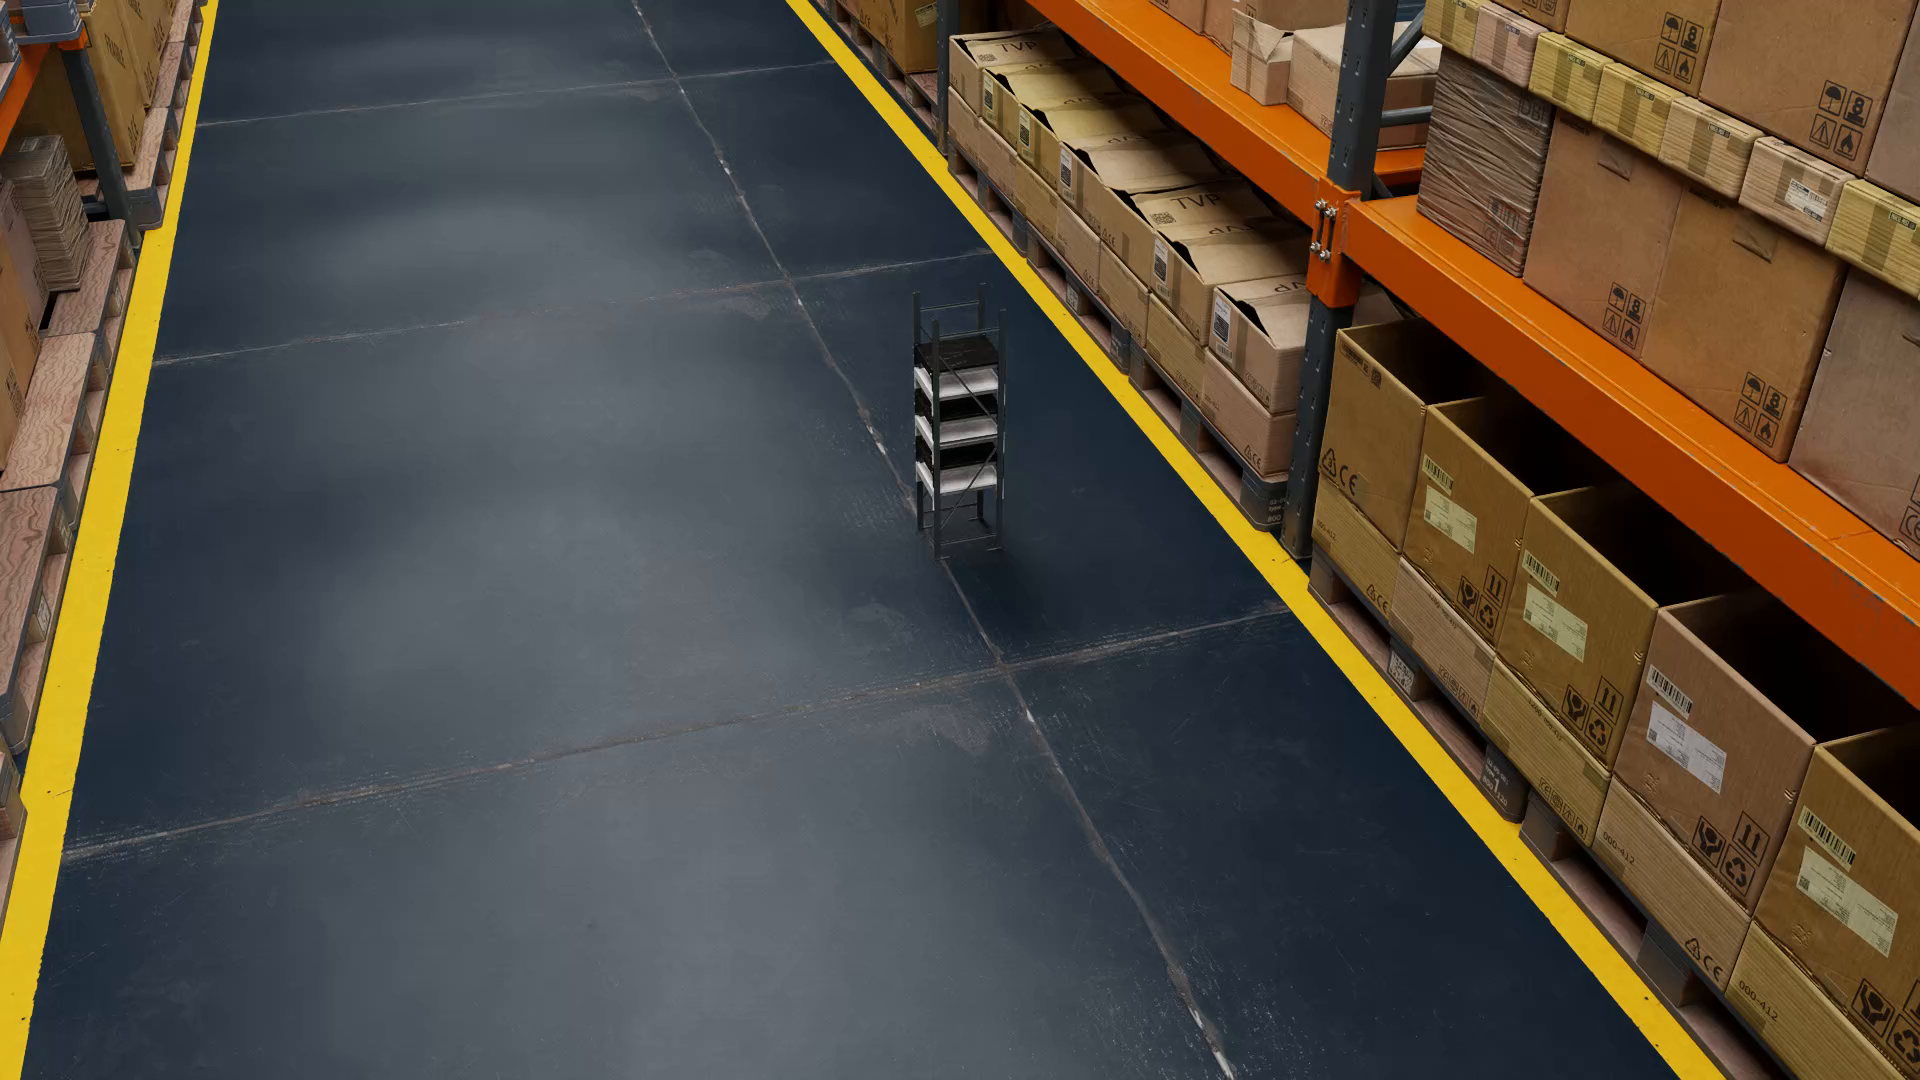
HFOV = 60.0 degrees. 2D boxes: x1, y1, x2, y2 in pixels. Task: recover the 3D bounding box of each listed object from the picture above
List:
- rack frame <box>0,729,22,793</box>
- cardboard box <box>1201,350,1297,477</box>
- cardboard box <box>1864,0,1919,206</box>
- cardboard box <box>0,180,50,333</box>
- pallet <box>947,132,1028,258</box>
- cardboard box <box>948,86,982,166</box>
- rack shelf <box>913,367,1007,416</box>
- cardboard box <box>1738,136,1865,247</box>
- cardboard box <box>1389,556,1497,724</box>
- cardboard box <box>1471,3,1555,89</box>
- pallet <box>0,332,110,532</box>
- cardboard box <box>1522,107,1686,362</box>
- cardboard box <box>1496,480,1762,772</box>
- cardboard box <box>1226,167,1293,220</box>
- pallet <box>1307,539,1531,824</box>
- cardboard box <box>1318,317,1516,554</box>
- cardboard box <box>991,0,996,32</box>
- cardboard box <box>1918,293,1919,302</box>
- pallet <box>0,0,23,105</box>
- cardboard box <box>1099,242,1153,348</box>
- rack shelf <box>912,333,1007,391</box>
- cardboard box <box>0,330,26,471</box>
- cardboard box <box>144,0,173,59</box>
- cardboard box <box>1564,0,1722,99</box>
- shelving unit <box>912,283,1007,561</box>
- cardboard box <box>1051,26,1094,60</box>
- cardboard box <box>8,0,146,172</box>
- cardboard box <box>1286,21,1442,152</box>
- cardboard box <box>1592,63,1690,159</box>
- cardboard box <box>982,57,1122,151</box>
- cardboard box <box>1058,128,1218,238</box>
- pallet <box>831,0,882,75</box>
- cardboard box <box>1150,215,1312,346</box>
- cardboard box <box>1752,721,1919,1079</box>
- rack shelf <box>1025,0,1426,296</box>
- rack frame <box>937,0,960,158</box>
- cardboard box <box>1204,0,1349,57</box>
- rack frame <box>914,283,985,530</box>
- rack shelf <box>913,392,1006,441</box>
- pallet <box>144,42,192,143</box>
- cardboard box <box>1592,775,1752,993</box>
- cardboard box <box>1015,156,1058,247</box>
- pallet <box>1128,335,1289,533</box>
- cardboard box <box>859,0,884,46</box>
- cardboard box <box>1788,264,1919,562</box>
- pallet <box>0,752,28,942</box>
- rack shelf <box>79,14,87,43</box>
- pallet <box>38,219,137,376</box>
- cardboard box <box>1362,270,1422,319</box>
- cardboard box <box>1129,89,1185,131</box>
[{"bbox_3d":[-3.122,-0.456,3.720,1.000,3.000,0.127,-10,35,-15],"label":"rack frame"},{"bbox_3d":[1.192,-0.488,5.881,0.500,0.250,0.500,-10,35,-15],"label":"cardboard box"},{"bbox_3d":[2.195,-0.852,3.051,0.700,0.500,0.500,-10,35,-15],"label":"cardboard box"},{"bbox_3d":[-4.027,-1.038,6.468,0.700,0.500,0.500,-10,35,-15],"label":"cardboard box"},{"bbox_3d":[0.588,-1.789,8.266,1.003,0.211,1.213,-10,35,-15],"label":"pallet"},{"bbox_3d":[0.254,-2.095,8.313,0.500,0.250,0.500,-10,35,-15],"label":"cardboard box"},{"bbox_3d":[-0.002,-0.502,5.428,0.258,0.077,0.200,-10,35,-15],"label":"rack shelf"},{"bbox_3d":[1.889,-0.754,3.491,0.380,0.149,0.250,-11,35,-16],"label":"cardboard box"},{"bbox_3d":[1.595,0.239,4.781,0.500,0.250,0.500,-10,35,-15],"label":"cardboard box"},{"bbox_3d":[1.569,-1.298,4.315,0.380,0.149,0.250,-10,35,-14],"label":"cardboard box"},{"bbox_3d":[-3.737,-0.343,6.078,1.003,0.211,1.213,-10,35,-15],"label":"pallet"},{"bbox_3d":[1.903,-0.825,4.187,0.700,0.500,0.500,-10,35,-15],"label":"cardboard box"},{"bbox_3d":[1.743,0.189,4.176,0.500,0.500,0.500,-10,35,-15],"label":"cardboard box"},{"bbox_3d":[1.399,-1.347,6.673,0.500,0.311,0.500,-11,35,-16],"label":"cardboard box"},{"bbox_3d":[1.797,0.297,5.109,1.003,0.211,1.213,-10,35,-15],"label":"pallet"},{"bbox_3d":[1.438,-0.336,4.971,0.500,0.500,0.500,-10,35,-15],"label":"cardboard box"},{"bbox_3d":[0.343,-3.093,9.578,0.500,0.500,0.500,-11,35,-16],"label":"cardboard box"},{"bbox_3d":[2.041,-0.486,3.086,0.380,0.149,0.250,-10,35,-15],"label":"cardboard box"},{"bbox_3d":[-3.699,-1.444,5.388,1.003,0.211,1.213,-10,35,-15],"label":"pallet"},{"bbox_3d":[0.883,-1.023,6.690,0.500,0.250,0.500,-9,35,-14],"label":"cardboard box"},{"bbox_3d":[-0.002,-0.577,5.378,0.258,0.077,0.200,-10,35,-15],"label":"rack shelf"},{"bbox_3d":[-3.685,-0.518,5.682,0.700,0.500,0.500,-10,35,-14],"label":"cardboard box"},{"bbox_3d":[-4.966,-3.149,9.364,0.750,0.750,0.750,-9,35,-13],"label":"cardboard box"},{"bbox_3d":[1.891,-1.377,3.846,0.700,0.500,0.500,-10,35,-15],"label":"cardboard box"},{"bbox_3d":[-0.002,-0.380,5.508,0.258,0.900,0.210,-10,35,-15],"label":"shelving unit"},{"bbox_3d":[0.769,-2.420,8.296,0.500,0.311,0.500,-9,35,-13],"label":"cardboard box"},{"bbox_3d":[-4.442,-2.243,7.992,0.750,0.750,0.750,-10,35,-15],"label":"cardboard box"},{"bbox_3d":[1.403,-1.480,5.405,0.500,0.250,0.500,-8,34,-12],"label":"cardboard box"},{"bbox_3d":[1.730,-1.026,3.902,0.380,0.149,0.250,-10,35,-15],"label":"cardboard box"},{"bbox_3d":[0.423,-2.055,7.743,0.500,0.311,0.500,-11,35,-16],"label":"cardboard box"},{"bbox_3d":[0.733,-1.517,6.929,0.500,0.311,0.500,-10,35,-15],"label":"cardboard box"},{"bbox_3d":[-0.186,-3.266,10.501,1.003,0.211,1.213,-10,35,-15],"label":"pallet"},{"bbox_3d":[1.033,-0.990,6.132,0.500,0.311,0.500,-9,35,-13],"label":"cardboard box"},{"bbox_3d":[2.049,0.714,3.382,0.500,0.500,0.500,-10,35,-15],"label":"cardboard box"},{"bbox_3d":[0.984,-2.041,6.771,1.077,0.370,4.000,-10,35,-15],"label":"rack shelf"},{"bbox_3d":[0.374,-3.391,8.161,1.000,3.000,0.127,-10,35,-15],"label":"rack frame"},{"bbox_3d":[1.215,-2.016,5.989,0.500,0.500,0.500,-8,34,-11],"label":"cardboard box"},{"bbox_3d":[-0.033,-0.433,5.589,0.240,0.900,0.006,-10,35,-15],"label":"rack frame"},{"bbox_3d":[-0.002,-0.427,5.477,0.258,0.077,0.200,-10,35,-15],"label":"rack shelf"},{"bbox_3d":[-4.879,-2.459,9.280,1.003,0.211,1.213,-10,35,-15],"label":"pallet"},{"bbox_3d":[1.901,0.763,3.987,0.500,0.250,0.500,-10,35,-15],"label":"cardboard box"},{"bbox_3d":[0.573,-1.559,7.502,0.500,0.250,0.500,-11,35,-16],"label":"cardboard box"},{"bbox_3d":[1.333,-0.508,6.327,1.003,0.211,1.213,-10,35,-15],"label":"pallet"},{"bbox_3d":[-0.292,-3.255,9.824,0.500,0.500,0.500,-11,35,-16],"label":"cardboard box"},{"bbox_3d":[2.209,-0.292,3.381,0.700,0.500,0.500,-9,35,-13],"label":"cardboard box"},{"bbox_3d":[-2.884,1.054,3.964,1.003,0.211,1.213,-10,35,-15],"label":"pallet"},{"bbox_3d":[-4.952,-3.306,8.685,1.077,0.370,4.000,-10,35,-15],"label":"rack shelf"},{"bbox_3d":[-4.105,-0.982,7.045,1.003,0.211,1.213,-10,35,-15],"label":"pallet"},{"bbox_3d":[1.706,-0.812,5.863,0.500,0.311,0.500,-10,35,-15],"label":"cardboard box"},{"bbox_3d":[1.085,-1.883,7.483,0.500,0.311,0.500,-10,35,-15],"label":"cardboard box"}]
